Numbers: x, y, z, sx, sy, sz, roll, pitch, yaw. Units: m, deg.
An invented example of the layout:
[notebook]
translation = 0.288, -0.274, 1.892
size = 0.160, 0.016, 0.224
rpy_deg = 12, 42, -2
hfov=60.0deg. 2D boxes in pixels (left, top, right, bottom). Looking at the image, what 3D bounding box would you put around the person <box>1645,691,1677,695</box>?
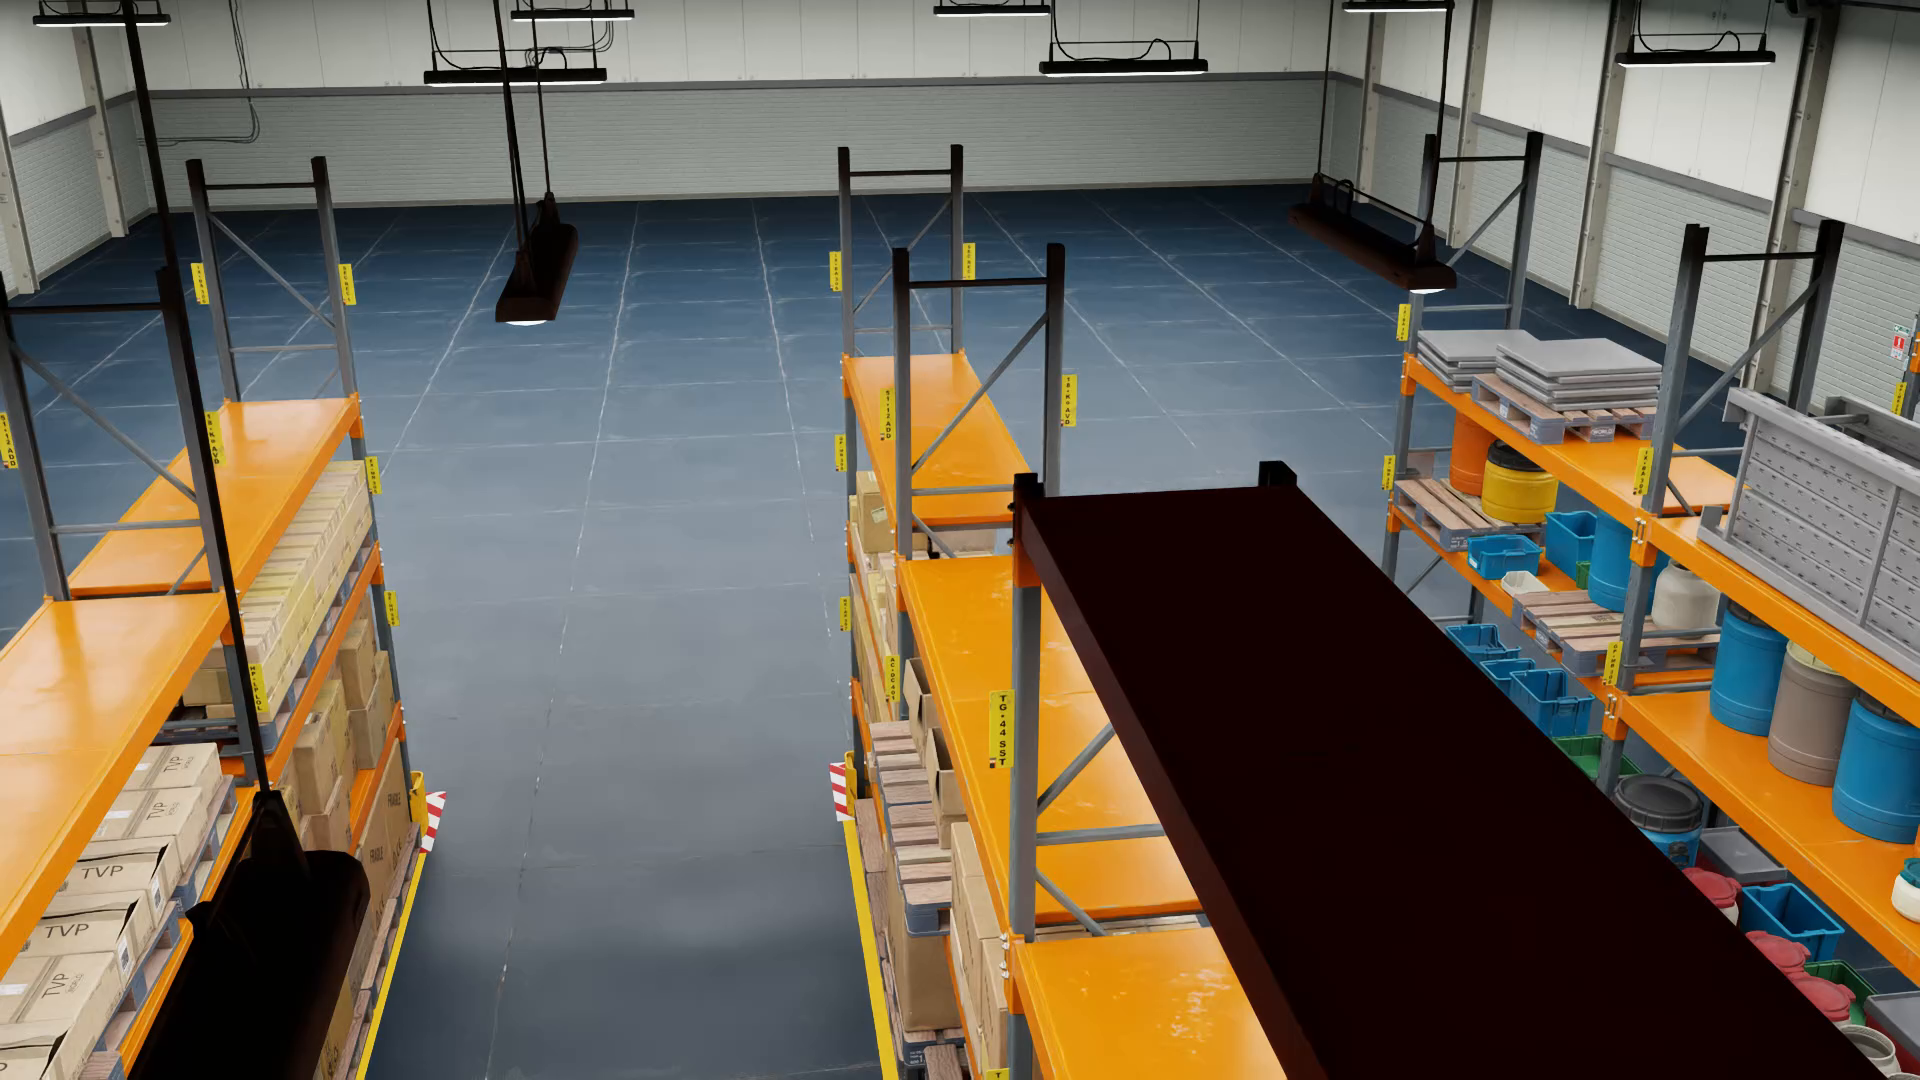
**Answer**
[person]
translation = 7.324, 0.812, 17.190
size = 0.437, 1.786, 0.565
rpy_deg = -2, 22, -4
